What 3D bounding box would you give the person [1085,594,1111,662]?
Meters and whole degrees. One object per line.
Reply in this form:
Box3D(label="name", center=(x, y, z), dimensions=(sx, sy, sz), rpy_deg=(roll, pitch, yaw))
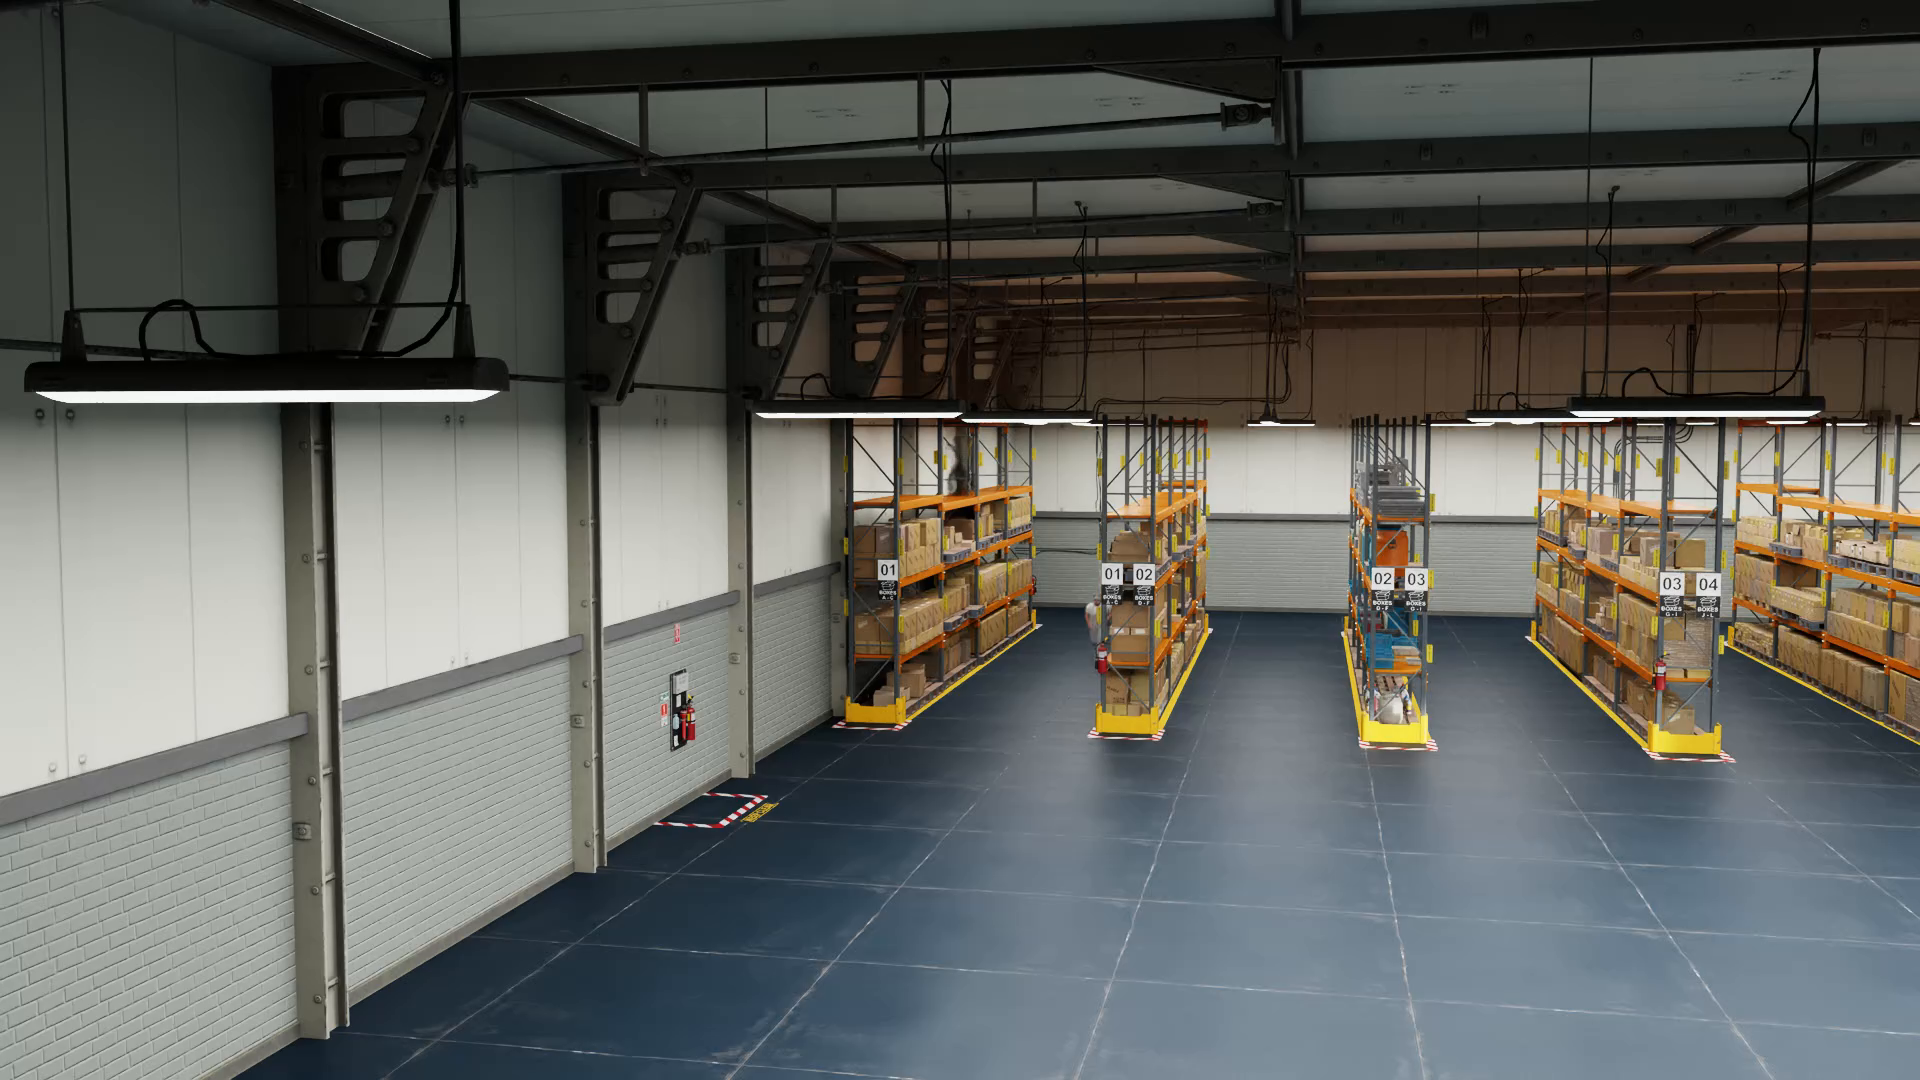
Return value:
Box3D(label="person", center=(3.412, 2.159, 41.169), dimensions=(0.657, 1.703, 0.766), rpy_deg=(1, 4, 10))
